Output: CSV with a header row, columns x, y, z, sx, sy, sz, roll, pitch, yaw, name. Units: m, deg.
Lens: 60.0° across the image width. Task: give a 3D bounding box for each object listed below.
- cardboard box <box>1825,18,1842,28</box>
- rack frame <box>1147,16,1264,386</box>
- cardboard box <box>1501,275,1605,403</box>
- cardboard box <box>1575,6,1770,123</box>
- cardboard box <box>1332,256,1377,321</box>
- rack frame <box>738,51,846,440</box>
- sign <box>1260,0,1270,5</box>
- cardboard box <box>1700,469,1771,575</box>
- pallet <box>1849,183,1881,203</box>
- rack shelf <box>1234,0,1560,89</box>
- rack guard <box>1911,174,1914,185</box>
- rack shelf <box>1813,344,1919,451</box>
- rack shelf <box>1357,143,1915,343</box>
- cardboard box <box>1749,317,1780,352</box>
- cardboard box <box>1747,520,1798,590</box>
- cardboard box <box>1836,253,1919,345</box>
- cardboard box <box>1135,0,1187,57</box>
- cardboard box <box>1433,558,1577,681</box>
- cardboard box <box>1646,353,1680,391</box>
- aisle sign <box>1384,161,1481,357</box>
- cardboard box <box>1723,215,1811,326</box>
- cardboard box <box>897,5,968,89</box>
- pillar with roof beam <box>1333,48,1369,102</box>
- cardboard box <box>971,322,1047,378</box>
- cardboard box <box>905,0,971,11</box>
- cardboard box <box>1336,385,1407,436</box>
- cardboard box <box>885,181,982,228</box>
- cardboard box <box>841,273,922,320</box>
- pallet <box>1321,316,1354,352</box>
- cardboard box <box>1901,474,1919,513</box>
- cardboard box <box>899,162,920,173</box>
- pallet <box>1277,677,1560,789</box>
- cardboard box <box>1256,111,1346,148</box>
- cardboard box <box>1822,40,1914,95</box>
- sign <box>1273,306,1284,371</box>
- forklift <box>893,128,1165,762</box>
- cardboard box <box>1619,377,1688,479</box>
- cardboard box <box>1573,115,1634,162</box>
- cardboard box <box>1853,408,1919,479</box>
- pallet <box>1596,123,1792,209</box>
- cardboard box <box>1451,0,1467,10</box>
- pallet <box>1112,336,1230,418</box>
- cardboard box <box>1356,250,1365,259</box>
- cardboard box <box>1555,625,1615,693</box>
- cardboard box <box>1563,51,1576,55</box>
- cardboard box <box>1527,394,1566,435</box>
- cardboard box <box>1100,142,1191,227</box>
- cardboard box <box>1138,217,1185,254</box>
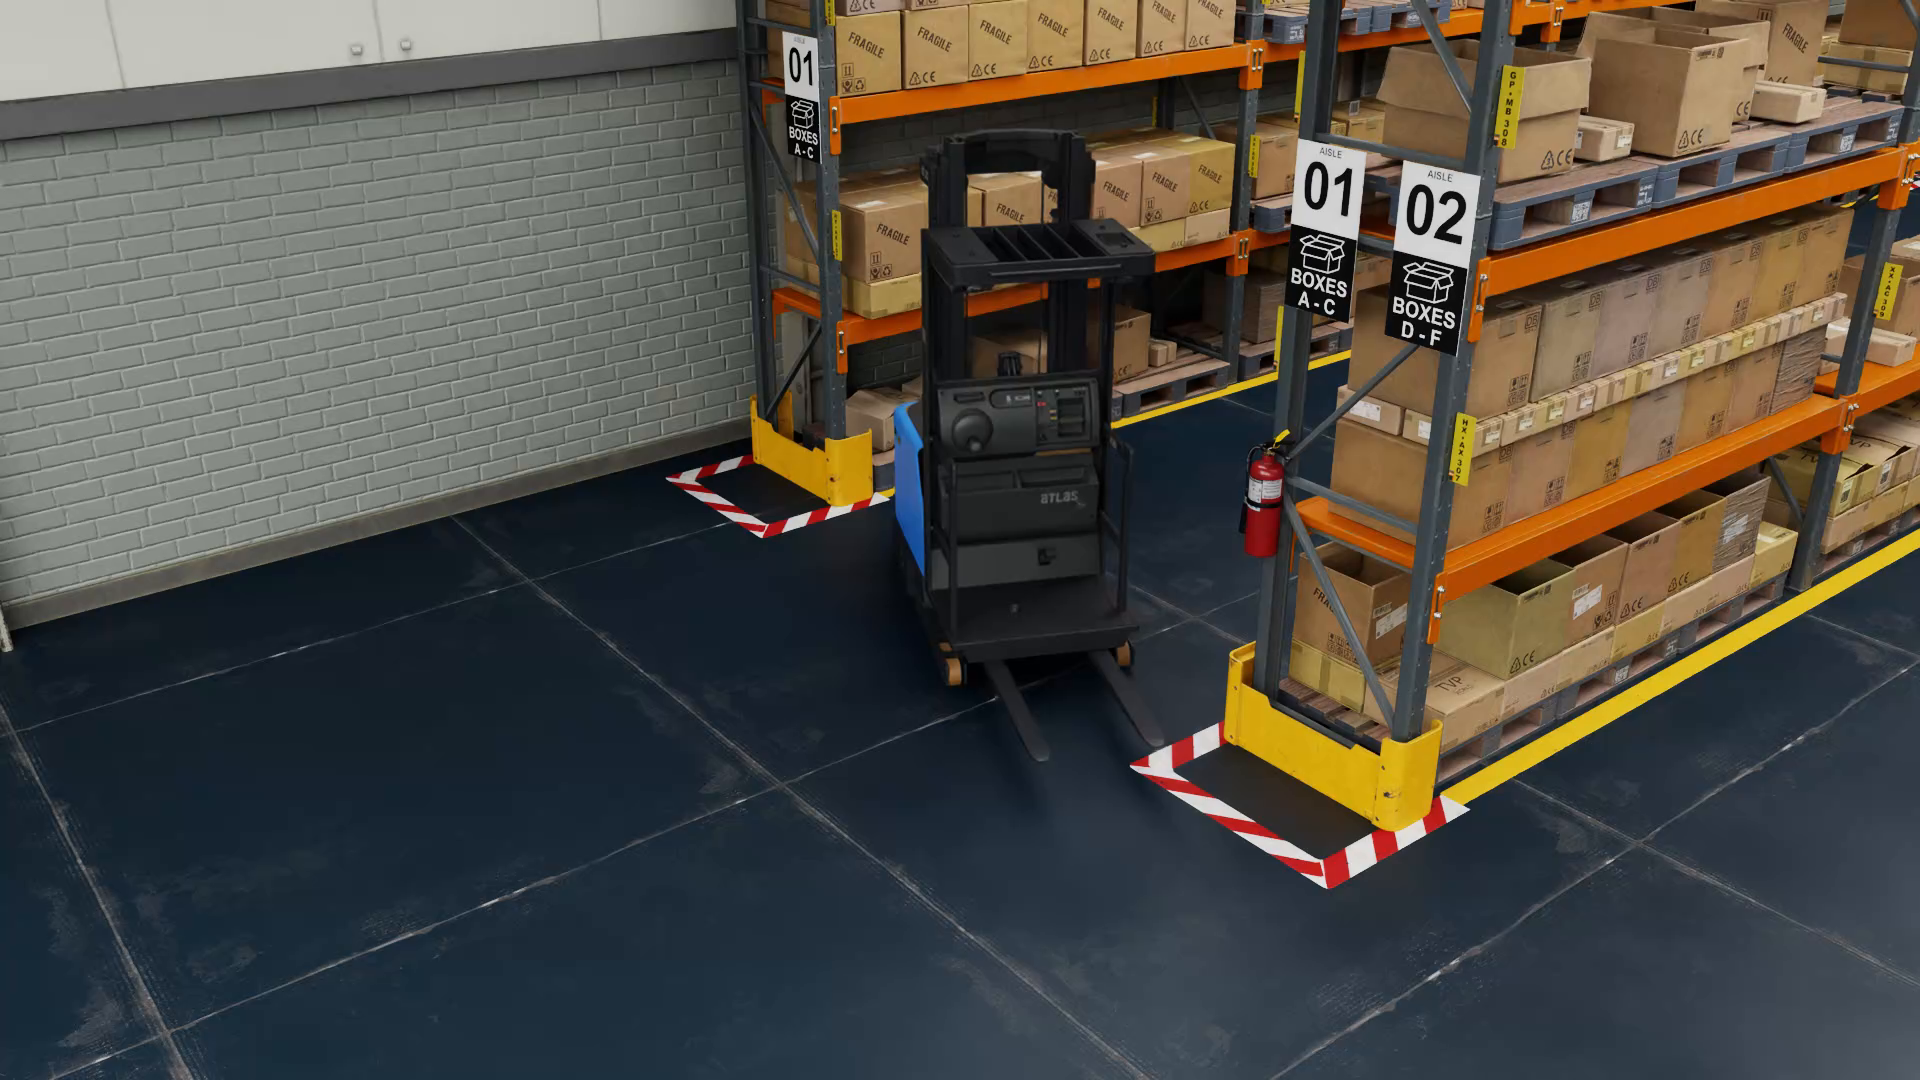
x,y,z,sx,sy,sz,roll,pitch,yaw,name
10.479,-5.766,19.754,0.700,0.700,0.980,-19,31,-34,cardboard box
1.997,-2.841,13.808,0.127,3.000,1.000,-18,31,-34,rack frame
2.736,-1.065,8.321,0.500,0.500,0.700,-19,31,-35,cardboard box
3.683,-2.476,8.672,0.637,0.503,0.797,-15,29,-28,cardboard box
3.368,-2.373,15.247,0.500,0.500,0.700,-18,30,-33,cardboard box
-1.151,-1.802,11.569,0.127,3.000,1.000,-18,31,-34,rack frame
2.337,-4.258,12.685,0.005,0.325,0.100,-18,31,-34,sign
4.426,-0.165,9.920,0.500,0.500,0.500,-18,31,-34,cardboard box
10.859,-4.460,20.608,1.213,0.211,1.003,-18,31,-34,pallet
3.570,-4.395,14.448,4.000,0.370,1.077,-18,31,-34,rack shelf
11.459,-4.831,21.064,0.348,0.500,1.175,-18,31,-34,rack guard
6.630,-1.394,11.545,4.000,0.370,1.077,-18,31,-34,rack shelf
3.482,-1.716,8.675,4.000,0.370,1.077,-18,31,-34,rack shelf
4.368,-1.198,9.379,0.250,0.149,0.380,-18,31,-34,cardboard box
4.826,0.049,10.349,0.500,0.250,0.500,-18,31,-34,cardboard box
6.085,-1.577,10.966,0.500,0.500,0.500,-16,29,-30,cardboard box
1.346,-3.916,12.418,0.500,0.500,0.500,-21,32,-38,cardboard box
2.860,0.359,8.791,0.500,0.500,0.500,-18,31,-34,cardboard box
3.560,-0.931,8.804,0.250,0.149,0.380,-18,30,-34,cardboard box
2.046,-1.222,7.233,0.004,0.787,0.394,-18,31,-34,aisle sign
4.314,-1.586,9.444,0.500,0.500,0.700,-18,31,-34,cardboard box
-0.289,-3.349,11.196,0.500,0.500,0.500,-16,29,-31,cardboard box
6.244,-5.124,11.601,0.400,9.000,9.100,-18,31,-34,pillar with roof beam
0.506,-1.340,13.020,0.500,0.500,0.700,-21,32,-37,cardboard box
-0.272,-3.804,10.989,0.500,0.500,0.500,-19,31,-35,cardboard box
2.092,-0.664,8.228,0.250,0.149,0.380,-19,31,-35,cardboard box
-0.195,-2.233,11.761,0.500,0.500,0.500,-18,30,-34,cardboard box
-0.571,-1.764,11.643,0.500,0.250,0.500,-19,31,-35,cardboard box
3.569,-2.097,15.519,1.213,0.211,1.003,-18,31,-34,pallet
6.336,-0.435,11.391,0.500,0.250,0.500,-19,31,-36,cardboard box
-0.105,-2.539,12.421,0.500,0.500,0.500,-19,31,-35,cardboard box
2.485,0.890,9.080,1.213,0.211,1.003,-18,31,-34,pallet
2.862,-3.350,14.263,0.500,0.500,0.700,-15,29,-29,cardboard box
5.547,-2.841,9.924,0.500,0.250,0.500,-15,29,-29,cardboard box
1.585,-0.978,8.137,0.005,0.325,0.100,-18,31,-34,sign
0.384,-0.670,9.211,1.130,2.935,3.031,-5,25,-11,forklift
3.500,-0.727,9.135,0.500,0.500,0.700,-17,30,-33,cardboard box
2.943,-1.910,7.872,0.250,0.149,0.380,-18,31,-34,cardboard box
6.339,-0.686,11.267,0.500,0.311,0.500,-19,31,-36,cardboard box
3.442,-1.976,8.487,1.213,0.211,1.003,-18,31,-34,pallet
4.067,-4.990,14.730,0.637,0.503,0.797,-14,28,-27,cardboard box
1.490,-1.390,13.994,1.213,0.211,1.003,-18,31,-34,pallet
3.317,-2.695,15.051,0.500,0.250,0.500,-19,31,-35,cardboard box
3.253,0.568,9.229,0.500,0.250,0.500,-18,31,-34,cardboard box
6.083,-4.582,16.173,0.500,0.250,0.500,-19,31,-35,cardboard box
2.754,-0.666,8.232,0.250,0.149,0.380,-18,30,-34,cardboard box
1.426,-2.765,12.909,0.500,0.500,0.500,-18,31,-34,cardboard box
1.414,-2.432,13.081,0.500,0.250,0.500,-18,30,-34,cardboard box
